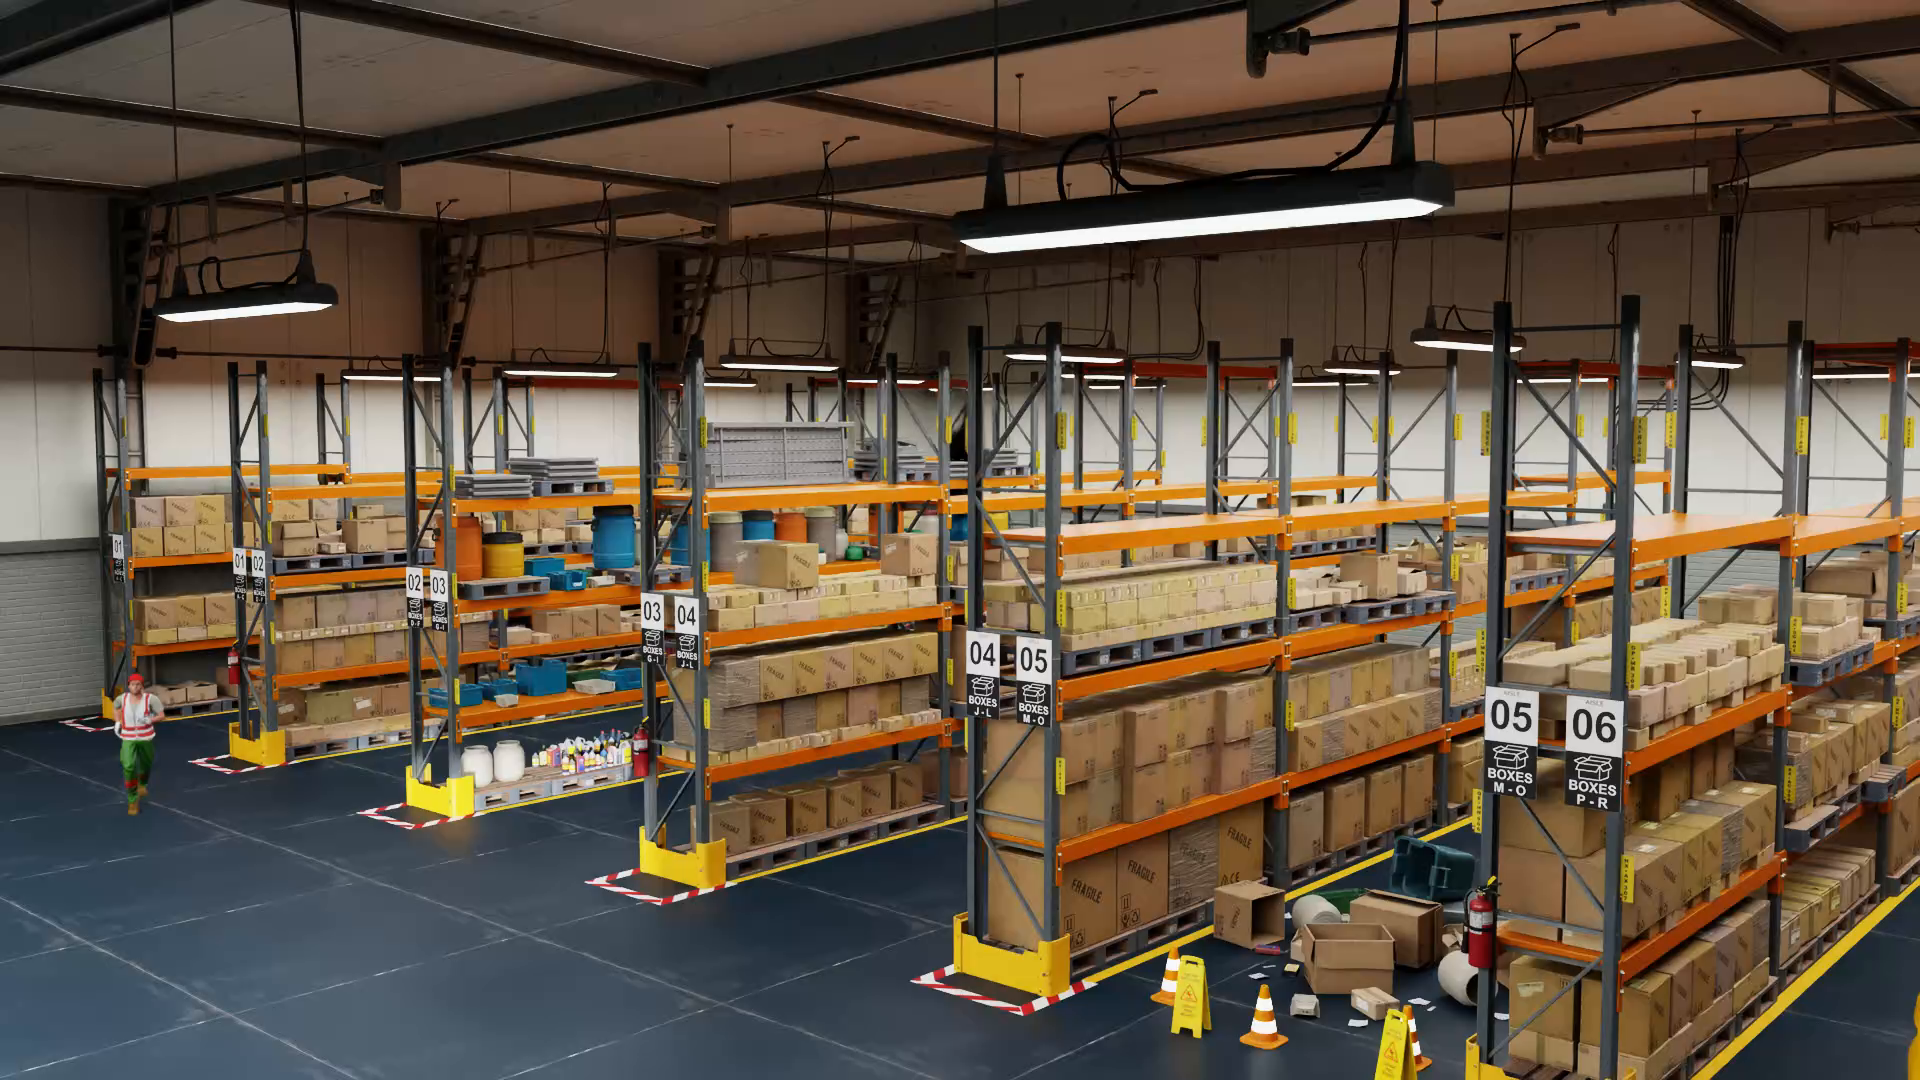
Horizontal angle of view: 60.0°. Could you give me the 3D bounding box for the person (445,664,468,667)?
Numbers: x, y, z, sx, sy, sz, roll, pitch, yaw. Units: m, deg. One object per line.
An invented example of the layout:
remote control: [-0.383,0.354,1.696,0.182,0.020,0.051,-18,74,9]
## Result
person: [-9.120,2.148,30.091,0.555,1.596,0.651,2,5,24]

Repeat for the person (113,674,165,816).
person: [-10.871,2.672,22.045,0.624,1.850,0.981,-2,5,-25]
